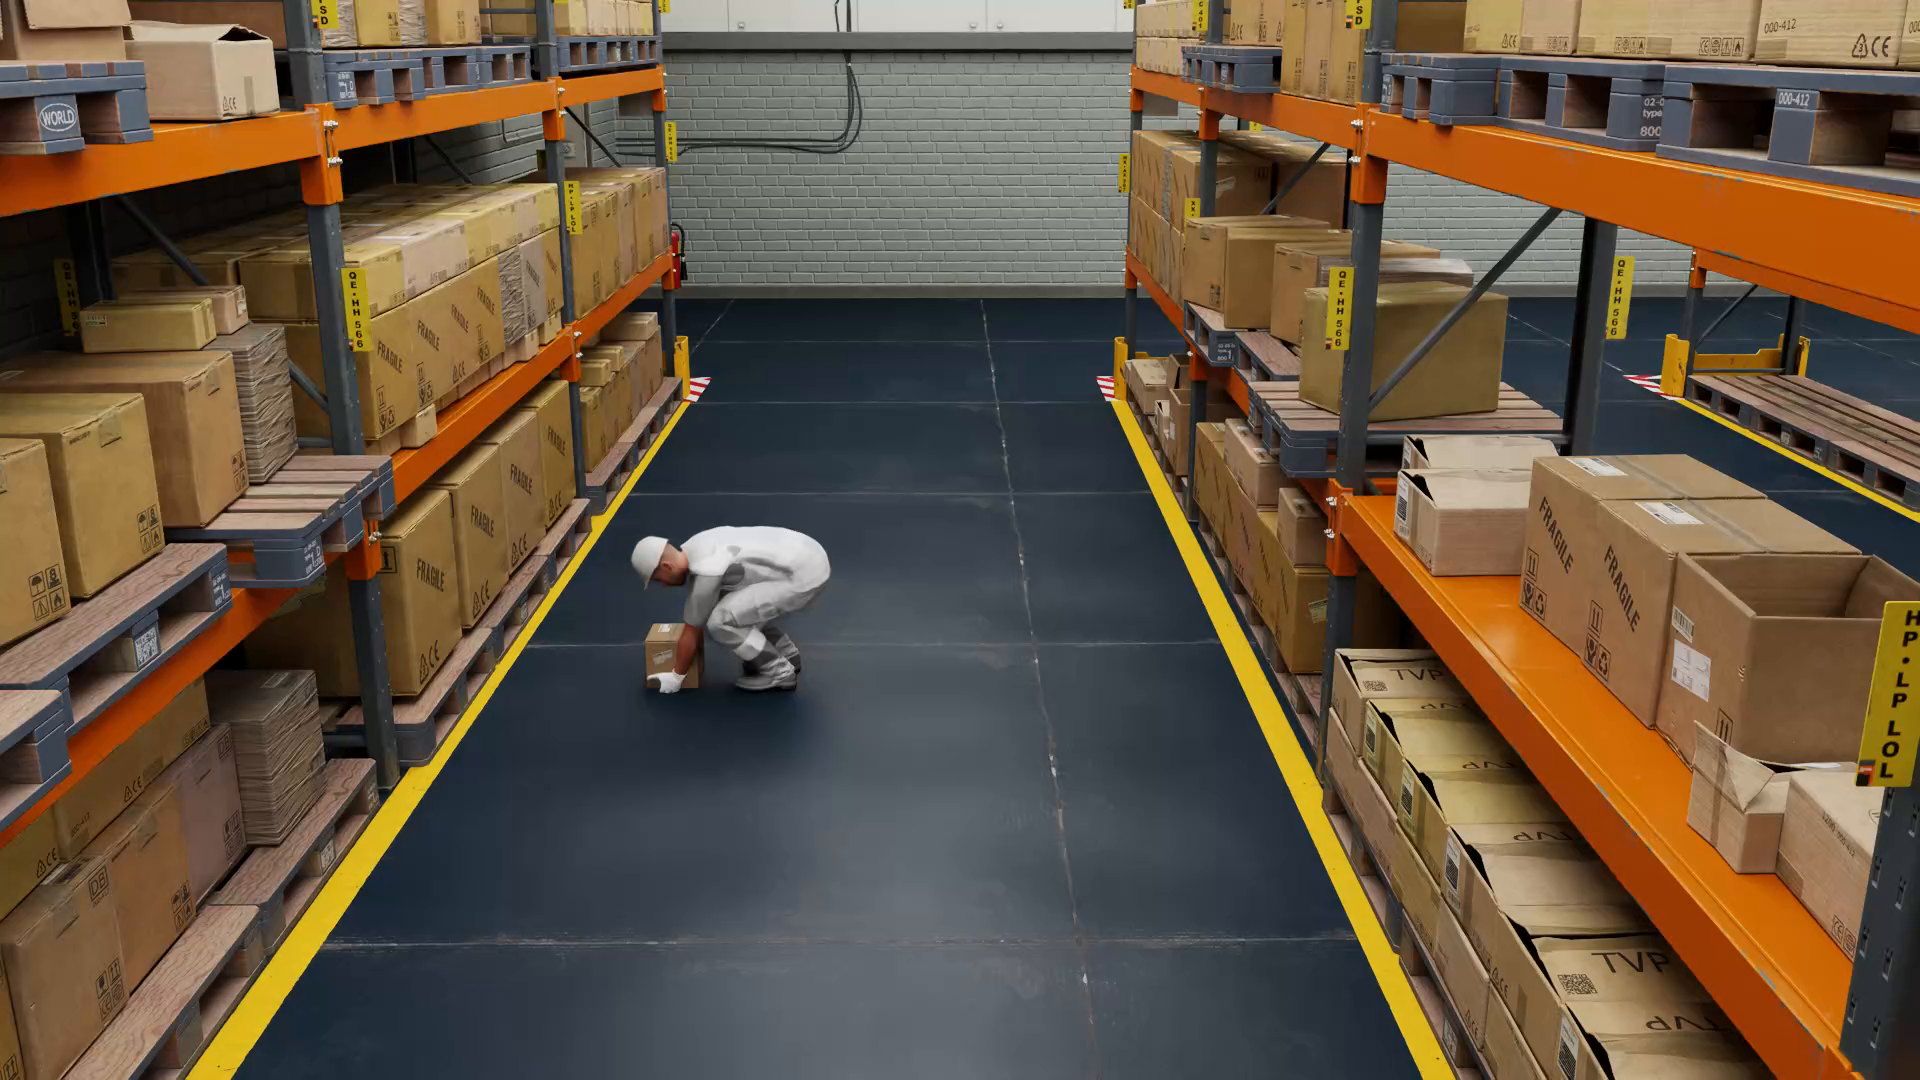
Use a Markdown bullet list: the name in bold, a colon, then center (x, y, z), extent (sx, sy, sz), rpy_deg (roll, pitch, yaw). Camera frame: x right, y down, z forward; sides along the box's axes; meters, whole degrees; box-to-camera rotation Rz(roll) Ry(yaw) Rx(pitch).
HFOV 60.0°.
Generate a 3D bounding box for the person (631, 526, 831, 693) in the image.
- **person**: center (-1.113, 0.334, 8.184), extent (0.961, 0.804, 0.523), rpy_deg (-1, 17, -2)
